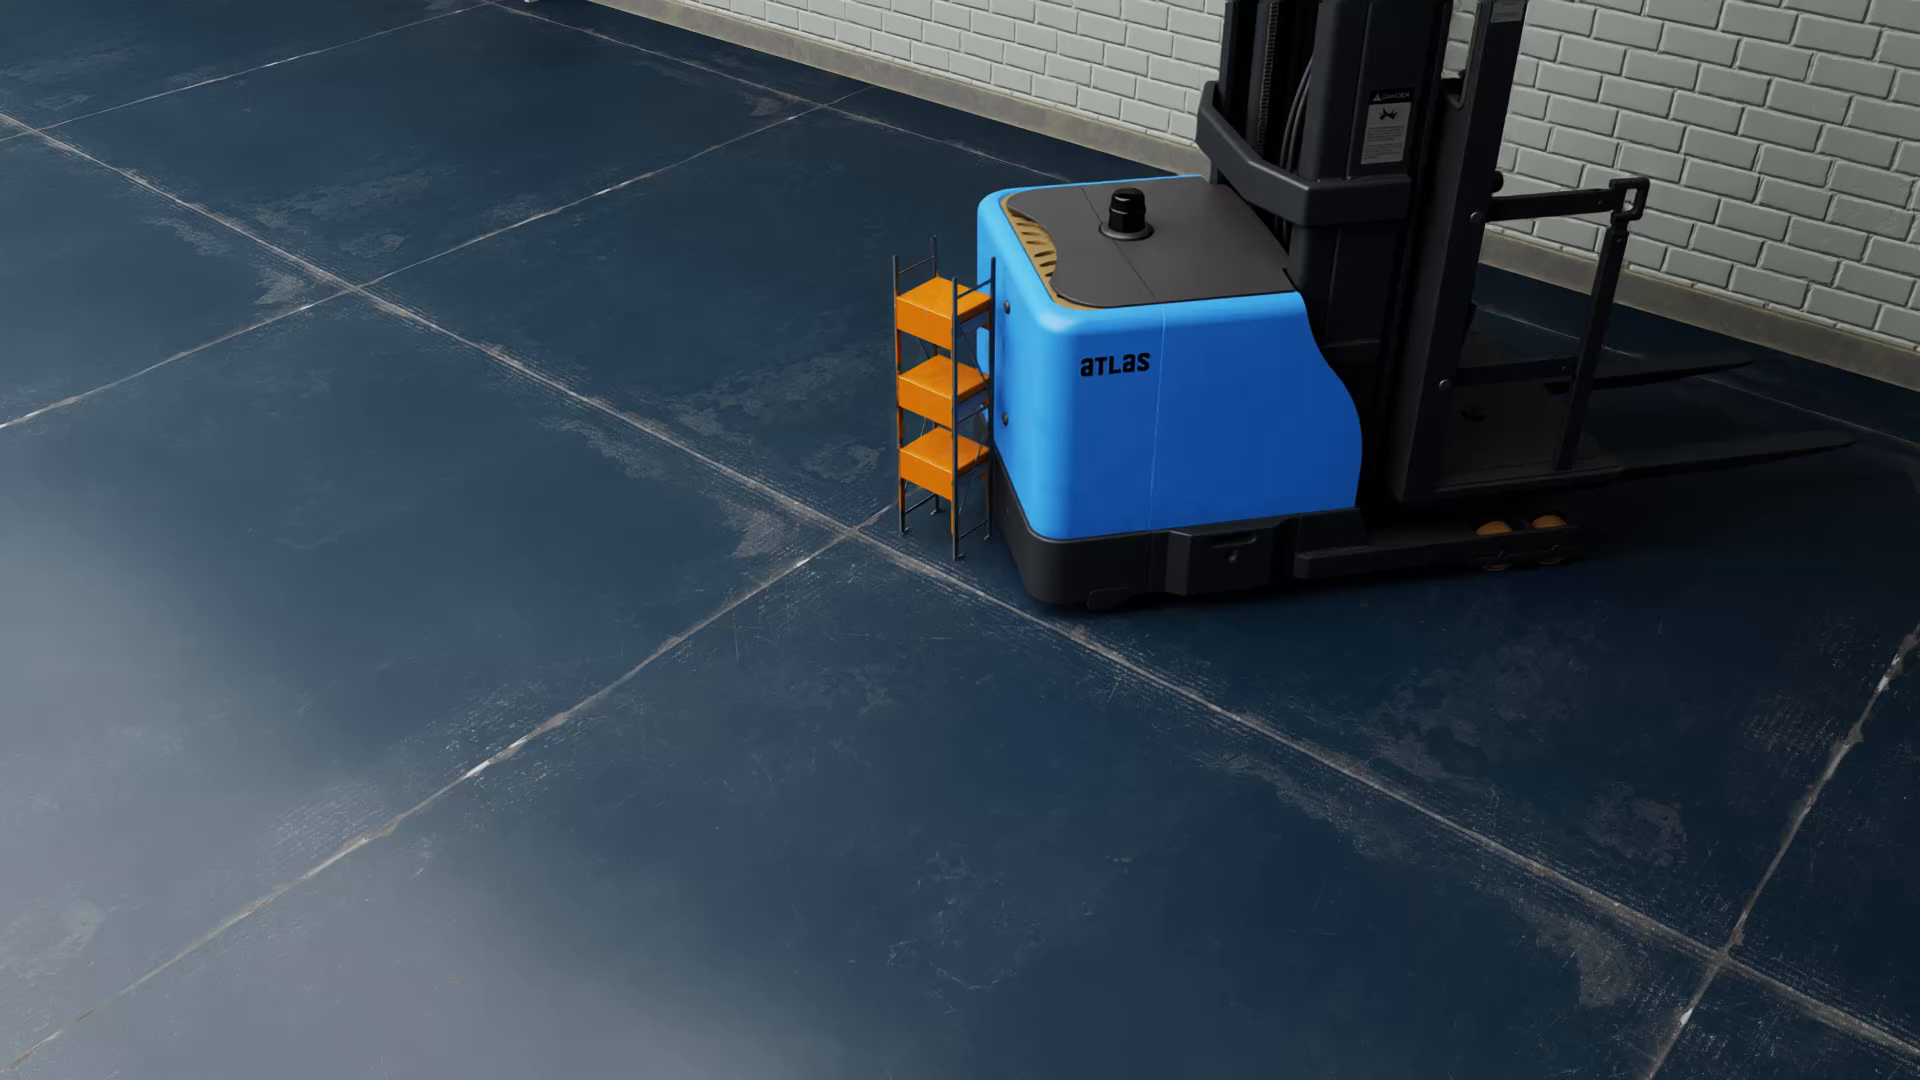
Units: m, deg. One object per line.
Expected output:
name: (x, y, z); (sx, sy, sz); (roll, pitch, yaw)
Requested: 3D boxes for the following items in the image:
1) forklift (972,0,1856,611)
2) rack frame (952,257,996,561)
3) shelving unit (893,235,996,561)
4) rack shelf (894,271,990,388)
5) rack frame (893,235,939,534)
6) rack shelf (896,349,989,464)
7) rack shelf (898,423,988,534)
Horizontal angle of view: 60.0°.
forklift: (1.615, -1.391, 5.187); (3.031, 2.935, 1.130); (-6, 35, -9)
rack frame: (0.044, -0.406, 5.414); (0.008, 1.050, 0.200); (26, 42, 32)
shelving unit: (-0.049, -0.451, 5.480); (0.252, 1.050, 0.215); (26, 42, 32)
rack shelf: (-0.049, -0.676, 5.325); (0.240, 0.259, 0.215); (26, 42, 32)
rack frame: (-0.141, -0.496, 5.545); (0.008, 1.050, 0.200); (26, 42, 32)
rack shelf: (-0.049, -0.443, 5.486); (0.240, 0.259, 0.215); (26, 42, 32)
rack shelf: (-0.049, -0.213, 5.643); (0.240, 0.259, 0.215); (26, 42, 32)
